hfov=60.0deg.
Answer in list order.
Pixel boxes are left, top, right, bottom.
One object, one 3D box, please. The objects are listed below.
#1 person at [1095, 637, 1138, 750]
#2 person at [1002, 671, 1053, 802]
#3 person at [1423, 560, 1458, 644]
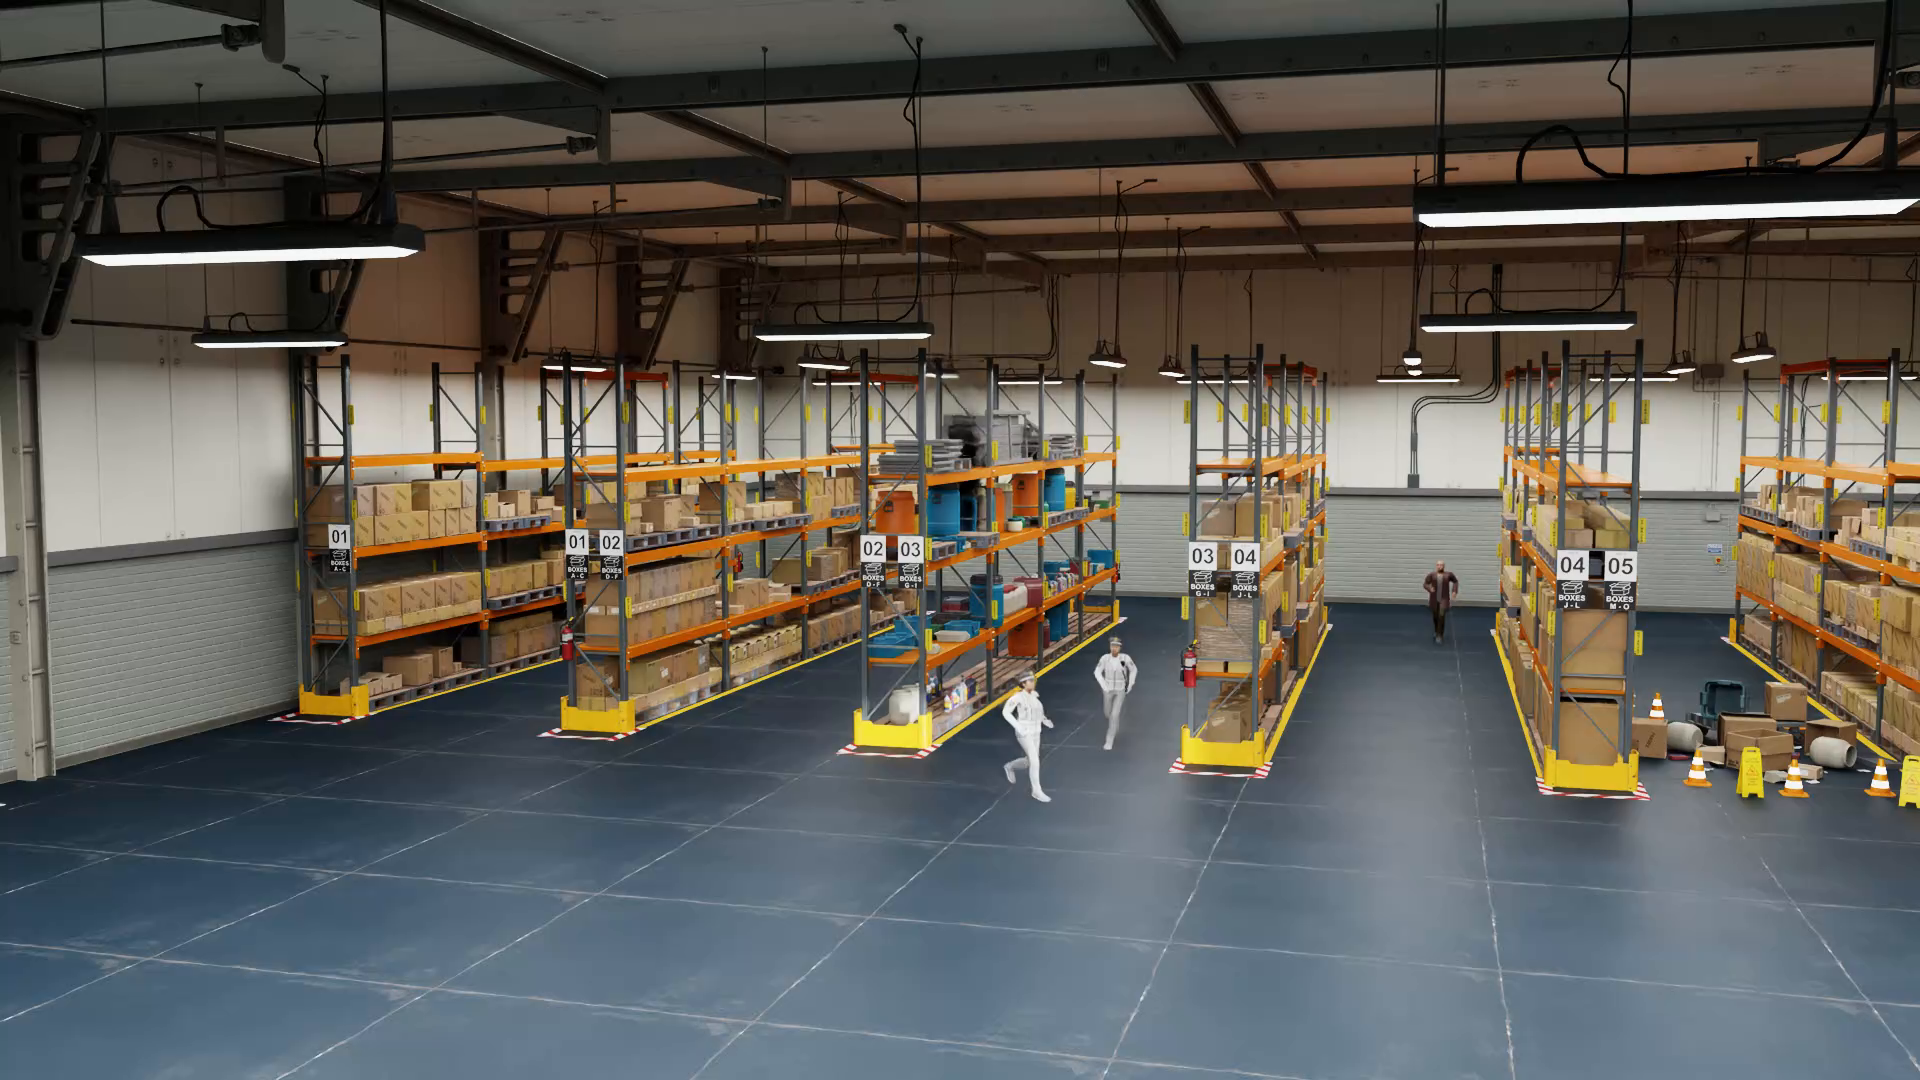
[{"bbox_3d":[2.362,2.290,25.255,0.644,1.681,0.857,1,4,13],"label":"person"},{"bbox_3d":[0.858,2.543,21.807,0.827,1.694,0.618,4,6,43],"label":"person"},{"bbox_3d":[10.631,1.346,36.829,0.731,1.803,0.949,2,5,25],"label":"person"}]
